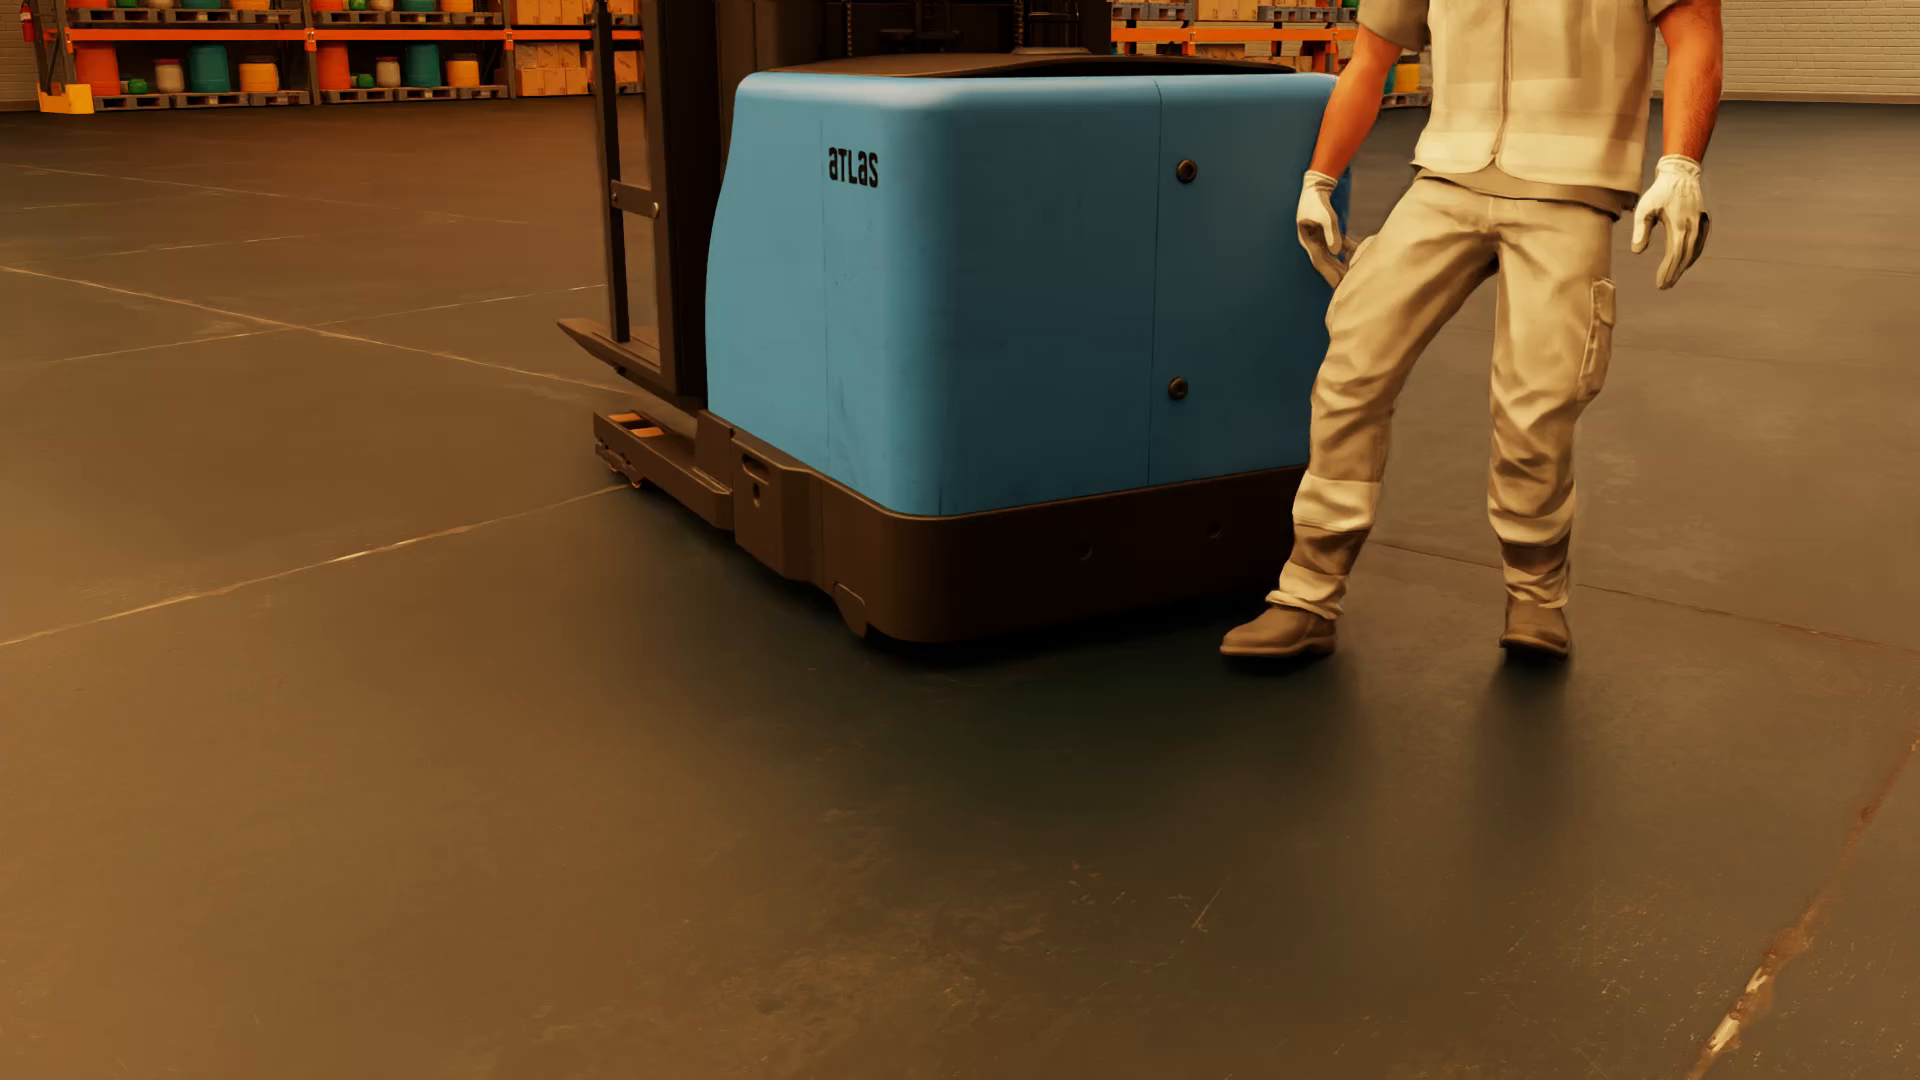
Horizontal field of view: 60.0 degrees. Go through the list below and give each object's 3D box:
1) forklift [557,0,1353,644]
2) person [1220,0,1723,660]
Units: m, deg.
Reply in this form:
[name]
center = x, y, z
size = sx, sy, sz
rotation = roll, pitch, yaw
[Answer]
[forklift]
center = -0.348, -1.591, 4.136
size = 1.130, 2.935, 3.031
rotation = -9, 19, -27
[person]
center = 0.917, -0.589, 2.921
size = 0.747, 1.744, 0.652
rotation = 13, 21, 36
